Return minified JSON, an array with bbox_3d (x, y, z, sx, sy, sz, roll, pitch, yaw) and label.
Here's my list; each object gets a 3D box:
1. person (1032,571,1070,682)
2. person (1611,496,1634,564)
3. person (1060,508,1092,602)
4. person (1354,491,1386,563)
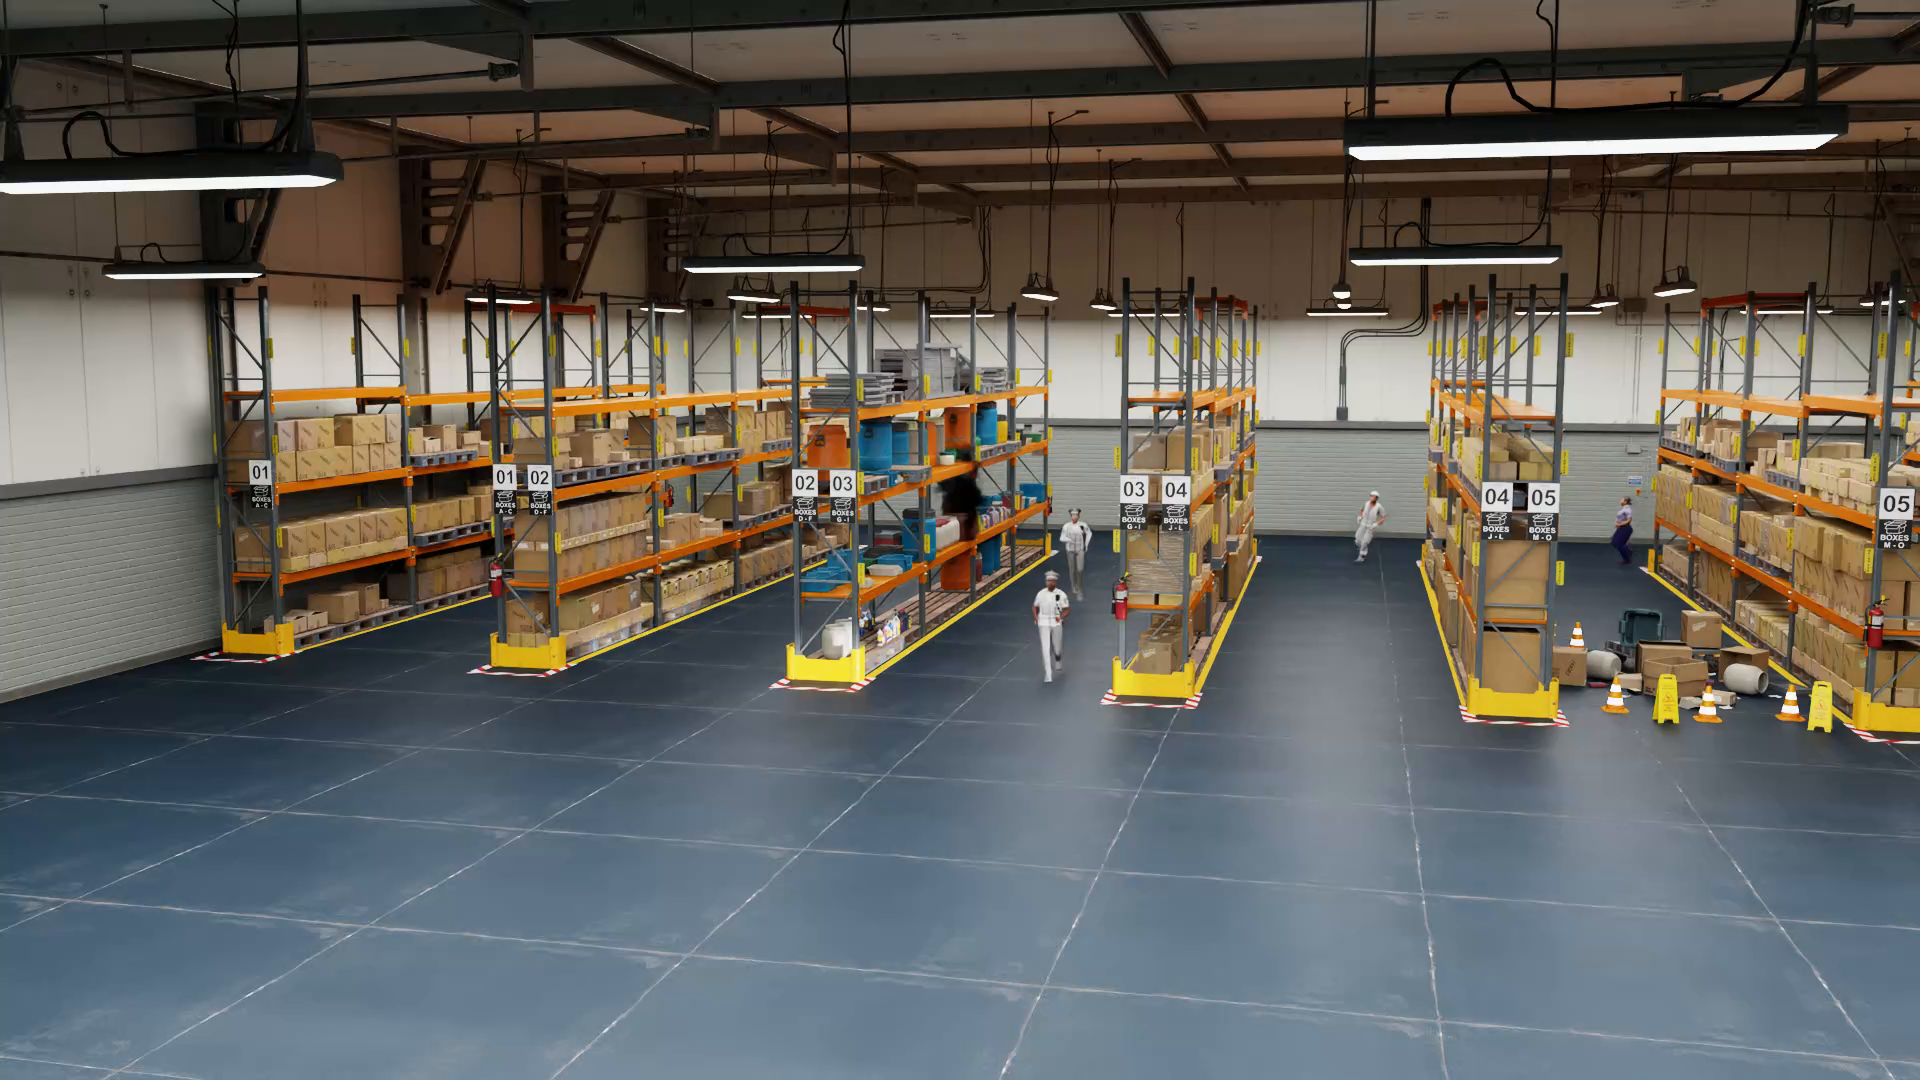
[{"bbox_3d":[1.370,1.293,25.208,0.581,1.644,0.701,1,7,9],"label":"person"},{"bbox_3d":[15.453,-0.225,38.674,0.510,1.604,0.637,2,7,15],"label":"person"},{"bbox_3d":[2.198,0.272,31.614,0.590,1.794,0.705,1,7,7],"label":"person"},{"bbox_3d":[9.575,-0.296,38.848,0.774,1.716,0.558,5,8,39],"label":"person"}]
